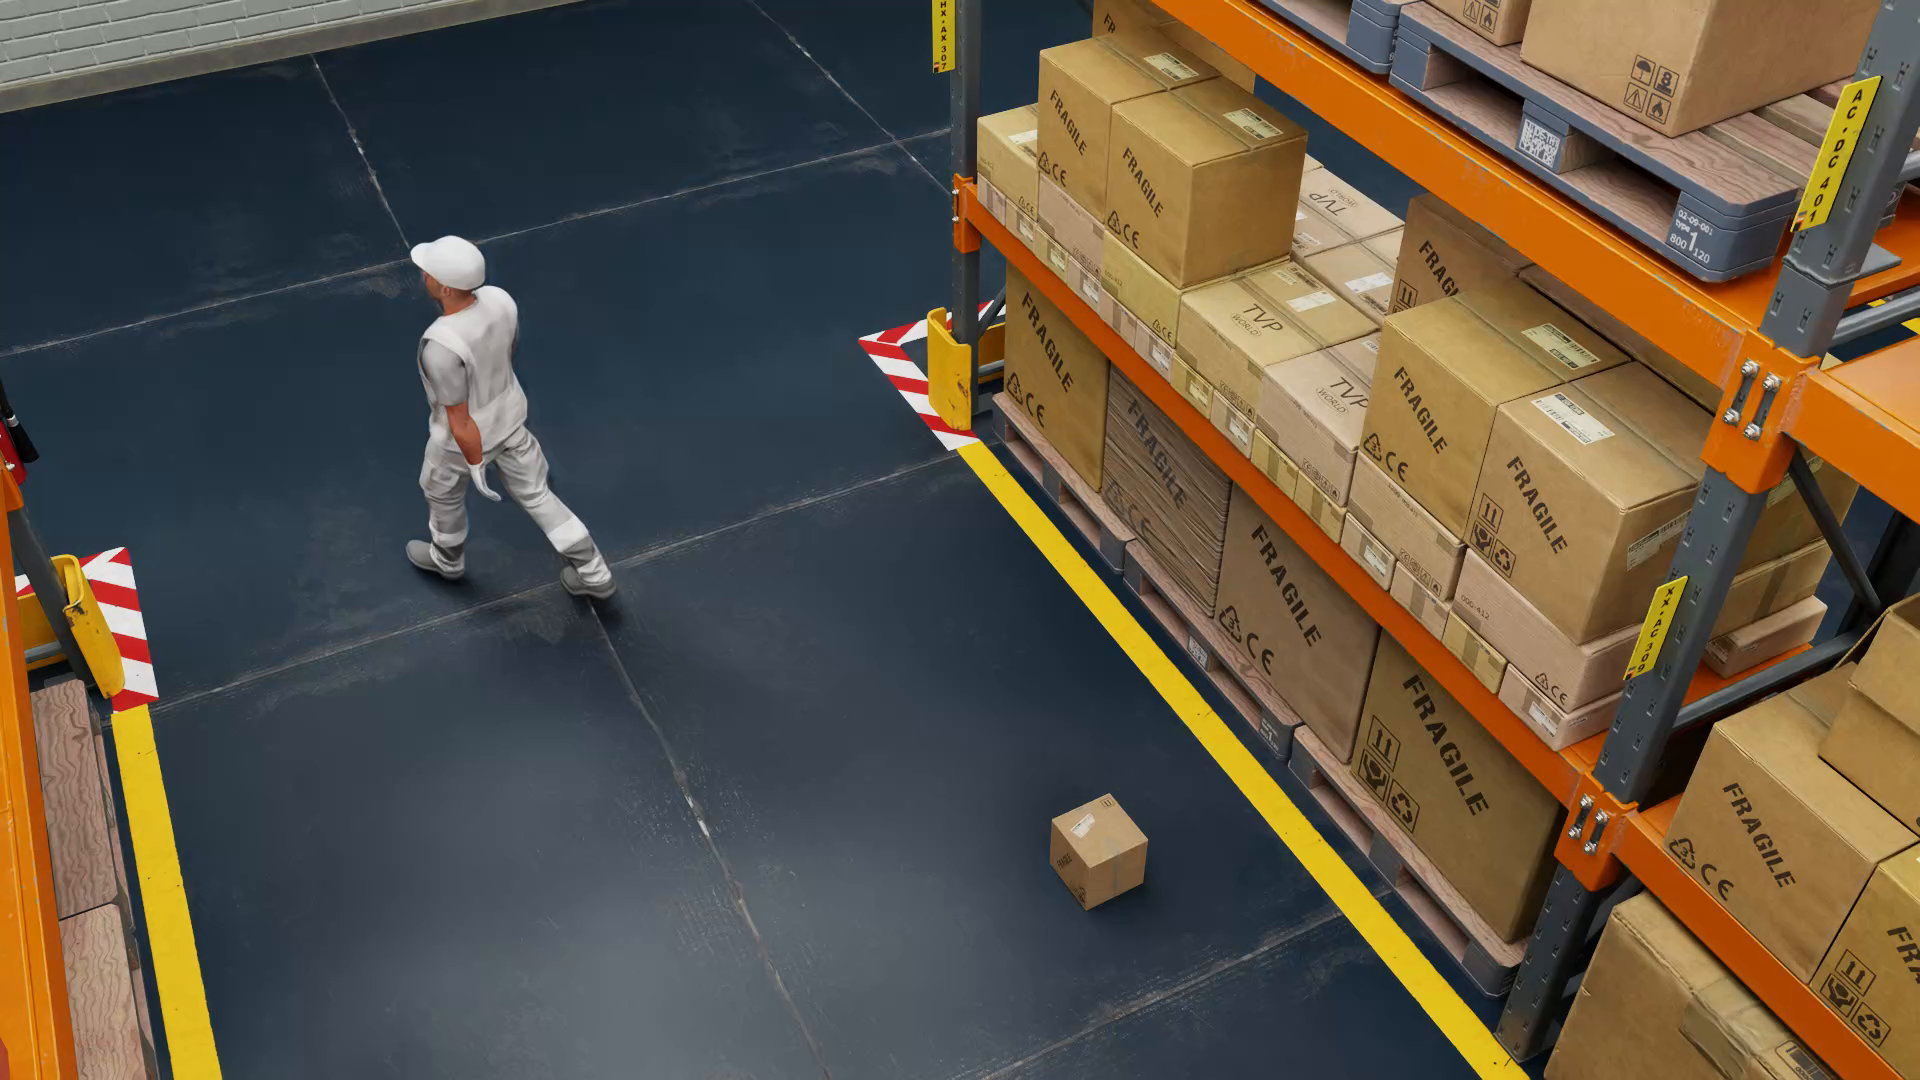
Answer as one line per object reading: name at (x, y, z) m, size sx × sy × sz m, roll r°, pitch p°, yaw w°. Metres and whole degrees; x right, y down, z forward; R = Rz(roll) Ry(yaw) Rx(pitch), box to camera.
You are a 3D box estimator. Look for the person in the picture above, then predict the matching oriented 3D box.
person at (-1.942, -0.472, 6.689) m, size 1.033 × 1.744 × 0.527 m, roll 21°, pitch 45°, yaw 22°
